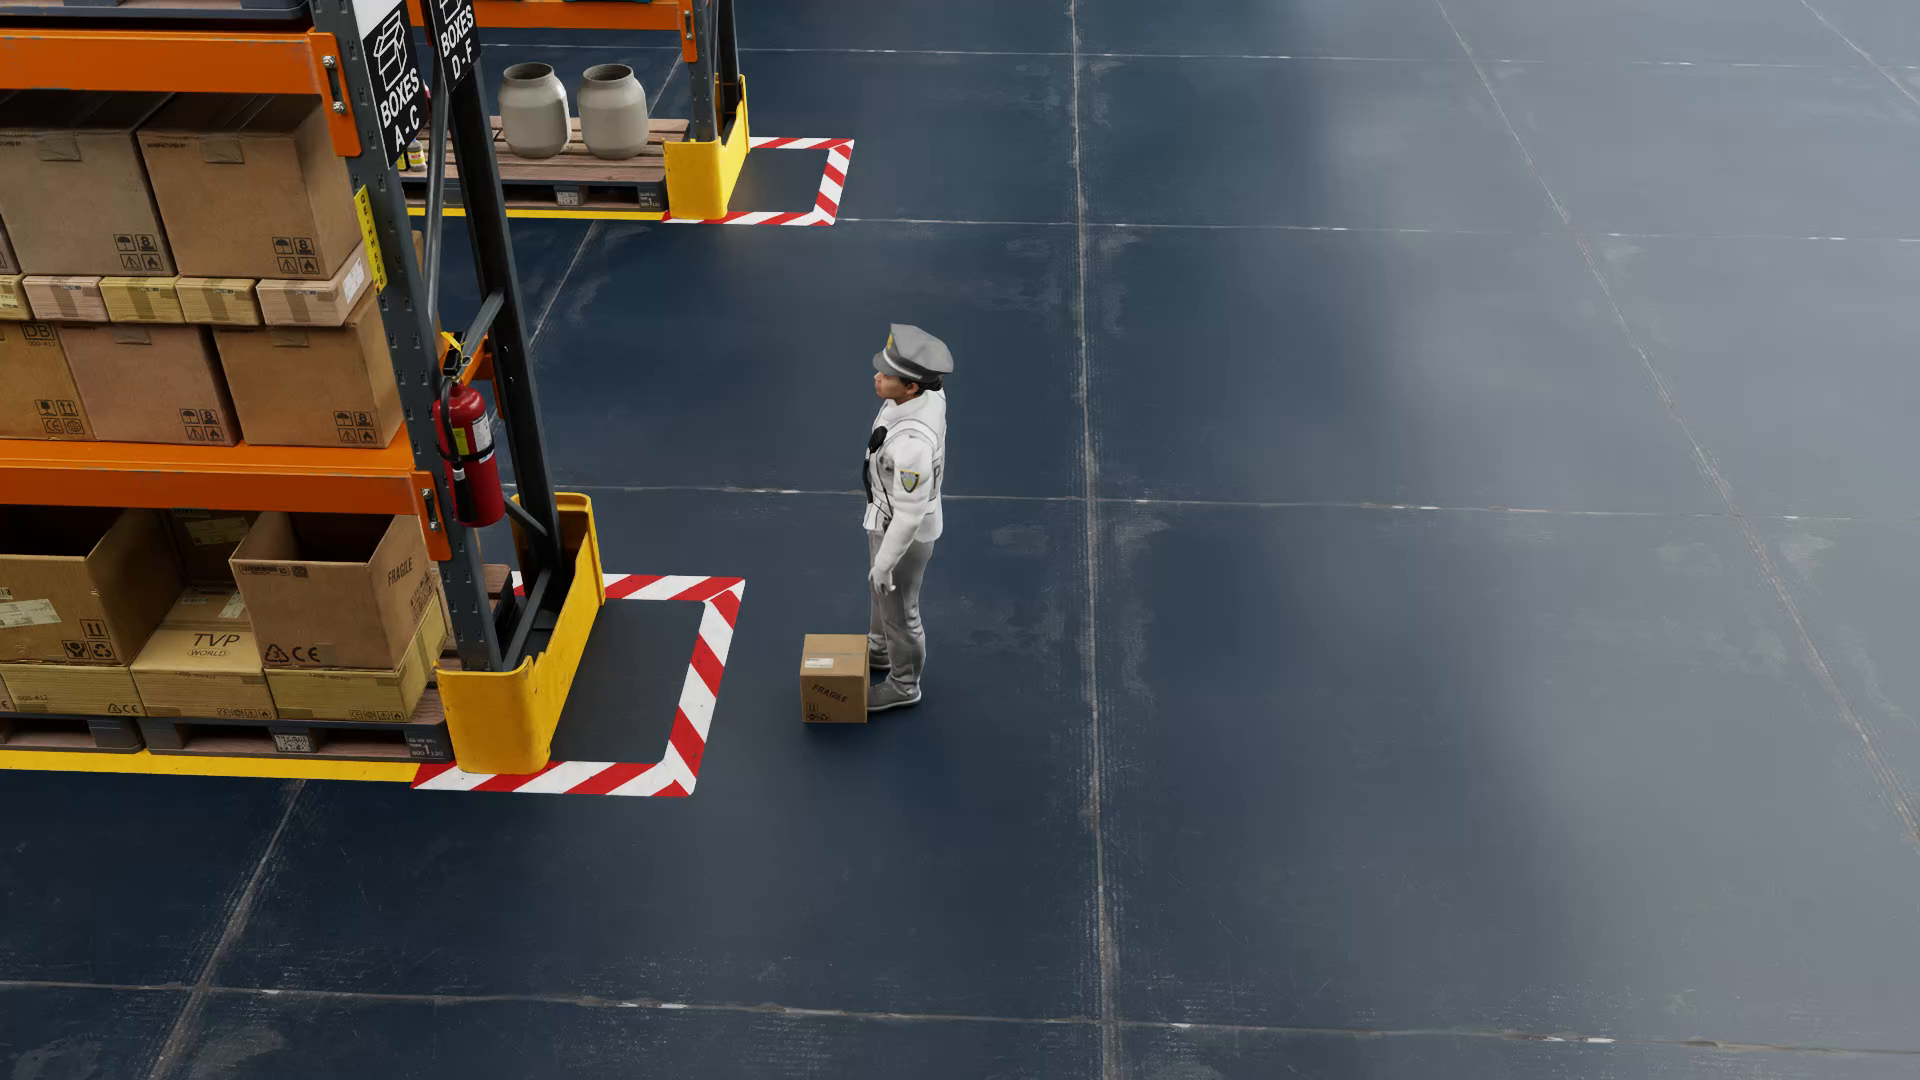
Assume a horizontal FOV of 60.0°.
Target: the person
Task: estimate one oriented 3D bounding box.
[{"bbox_3d":[-0.286,-0.054,6.178,0.531,1.694,0.586,1,36,2],"label":"person"}]
